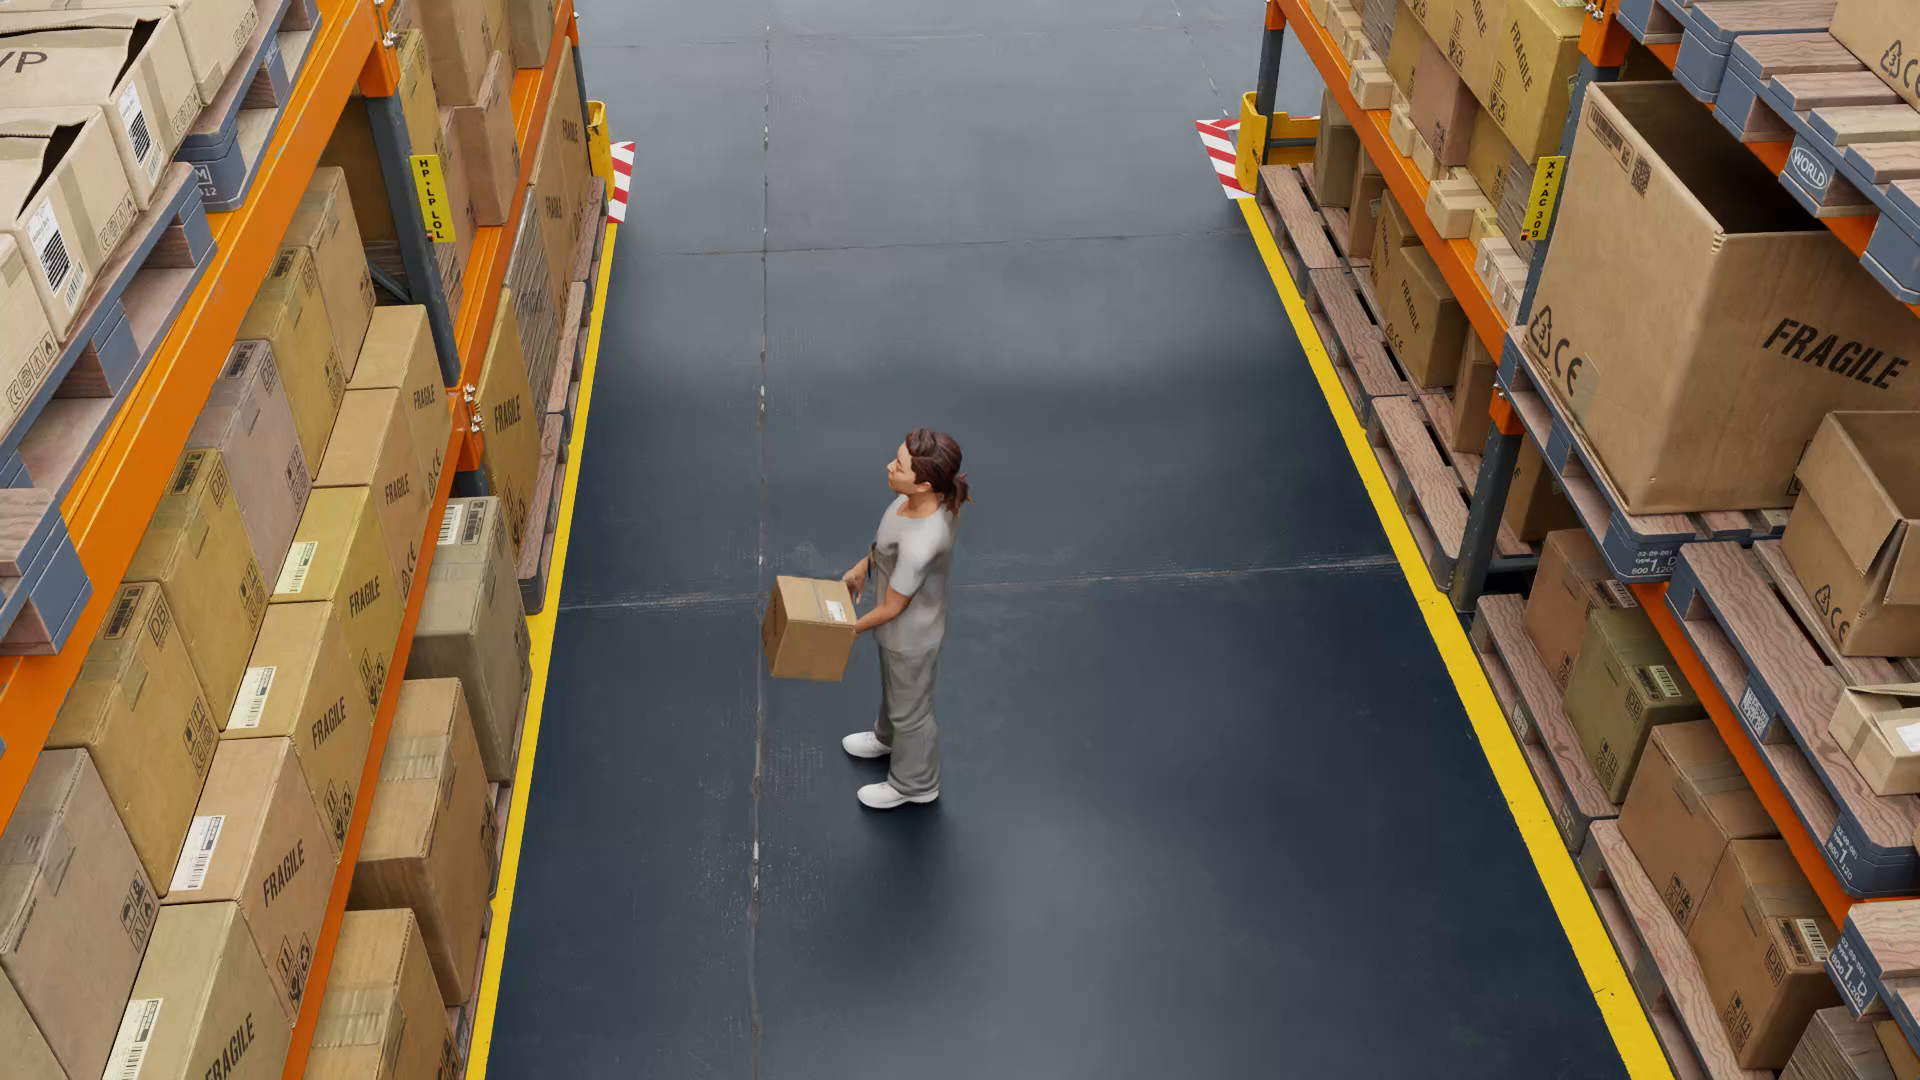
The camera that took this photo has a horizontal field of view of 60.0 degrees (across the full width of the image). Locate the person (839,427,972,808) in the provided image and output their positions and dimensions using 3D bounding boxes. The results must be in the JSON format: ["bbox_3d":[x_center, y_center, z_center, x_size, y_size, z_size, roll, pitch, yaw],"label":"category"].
[{"bbox_3d":[-0.215,0.291,5.795,0.522,1.675,0.475,4,39,5],"label":"person"}]
